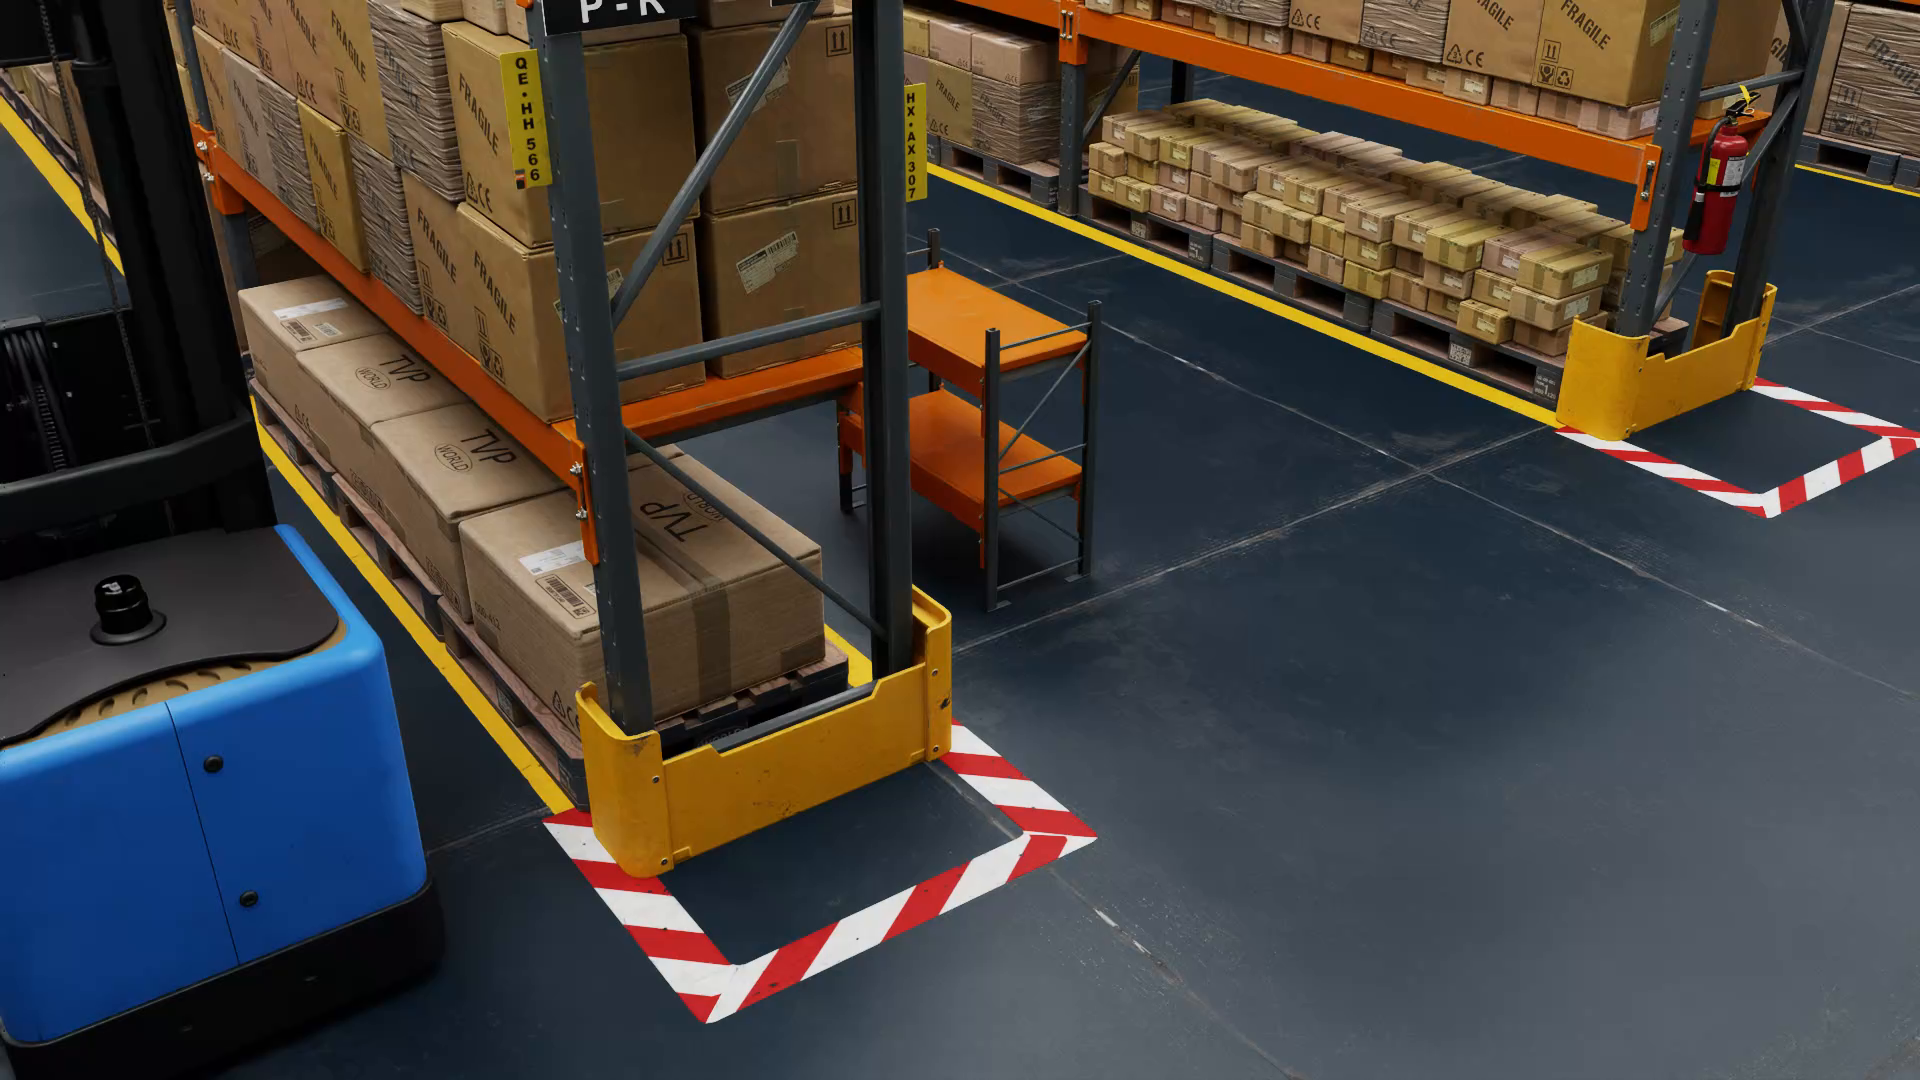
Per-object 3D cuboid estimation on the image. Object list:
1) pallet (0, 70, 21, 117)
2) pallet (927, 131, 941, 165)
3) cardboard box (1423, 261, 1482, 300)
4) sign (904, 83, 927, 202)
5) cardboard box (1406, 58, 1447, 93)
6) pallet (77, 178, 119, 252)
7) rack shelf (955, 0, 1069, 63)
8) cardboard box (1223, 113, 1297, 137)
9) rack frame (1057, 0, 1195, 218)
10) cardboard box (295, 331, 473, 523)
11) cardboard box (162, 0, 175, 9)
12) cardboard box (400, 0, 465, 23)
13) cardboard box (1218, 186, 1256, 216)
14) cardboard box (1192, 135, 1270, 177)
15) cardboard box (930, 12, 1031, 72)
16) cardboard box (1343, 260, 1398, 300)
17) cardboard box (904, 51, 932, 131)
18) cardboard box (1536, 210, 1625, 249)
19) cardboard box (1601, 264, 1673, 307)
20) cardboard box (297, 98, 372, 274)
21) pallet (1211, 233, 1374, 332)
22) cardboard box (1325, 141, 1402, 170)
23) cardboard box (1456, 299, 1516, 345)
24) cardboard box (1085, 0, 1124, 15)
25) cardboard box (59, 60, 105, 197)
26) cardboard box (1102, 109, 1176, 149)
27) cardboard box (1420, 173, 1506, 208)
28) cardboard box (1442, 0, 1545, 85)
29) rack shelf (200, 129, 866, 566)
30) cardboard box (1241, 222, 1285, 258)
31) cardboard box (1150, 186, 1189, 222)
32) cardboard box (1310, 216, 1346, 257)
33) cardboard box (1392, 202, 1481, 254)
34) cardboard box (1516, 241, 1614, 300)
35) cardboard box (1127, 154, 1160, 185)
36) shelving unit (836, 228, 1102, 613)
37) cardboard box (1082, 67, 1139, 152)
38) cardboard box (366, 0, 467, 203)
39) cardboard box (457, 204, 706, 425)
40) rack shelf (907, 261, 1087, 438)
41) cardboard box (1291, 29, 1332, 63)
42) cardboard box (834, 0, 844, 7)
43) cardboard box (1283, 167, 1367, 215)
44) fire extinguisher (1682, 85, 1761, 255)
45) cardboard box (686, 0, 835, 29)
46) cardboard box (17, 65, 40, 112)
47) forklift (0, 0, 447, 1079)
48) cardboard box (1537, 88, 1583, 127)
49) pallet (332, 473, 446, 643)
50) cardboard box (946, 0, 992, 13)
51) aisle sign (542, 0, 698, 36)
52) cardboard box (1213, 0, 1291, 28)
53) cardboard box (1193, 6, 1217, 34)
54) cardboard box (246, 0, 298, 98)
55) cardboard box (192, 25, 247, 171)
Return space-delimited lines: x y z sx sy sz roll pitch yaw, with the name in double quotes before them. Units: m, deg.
"pallet" -7.099 -3.681 13.307 1.003 0.211 1.213 -19 34 -31
"pallet" -0.102 -3.060 12.163 1.003 0.211 1.213 -19 34 -31
"cardboard box" 2.541 -1.343 8.316 0.380 0.149 0.250 -20 35 -33
"sign" -0.136 -1.110 4.661 0.100 0.325 0.005 -19 34 -31
"cardboard box" 2.396 -2.295 8.096 0.380 0.149 0.250 -20 35 -33
"pallet" -4.836 -2.101 10.397 1.003 0.211 1.213 -19 34 -31
"rack shelf" -0.098 -3.970 11.670 1.077 0.370 4.000 -19 34 -31
"cardboard box" 1.811 -2.452 10.045 0.380 0.149 0.250 -19 34 -31
"rack frame" 1.062 -3.508 10.067 1.000 3.000 0.127 -19 34 -31
"cardboard box" -2.115 -0.535 6.838 0.875 0.438 0.875 -20 34 -32
"cardboard box" -3.375 -2.686 7.400 0.500 0.500 0.500 -18 33 -29
"cardboard box" -1.348 -1.565 4.657 0.380 0.149 0.250 -19 34 -31
"cardboard box" 1.697 -1.964 9.458 0.380 0.149 0.250 -17 33 -28
"cardboard box" 1.561 -2.207 9.594 0.380 0.149 0.250 -20 34 -32
"cardboard box" 0.137 -3.347 11.163 0.500 0.250 0.500 -17 33 -28
"cardboard box" 2.239 -1.404 8.740 0.380 0.149 0.250 -20 35 -33
"cardboard box" -0.164 -3.212 11.701 0.500 0.500 0.500 -20 34 -32
"cardboard box" 3.097 -1.518 8.326 0.380 0.149 0.250 -18 33 -30
"cardboard box" 3.288 -1.290 8.218 0.380 0.149 0.250 -17 33 -29
"cardboard box" -1.982 -1.295 5.887 0.500 0.500 0.500 -18 33 -29
"pallet" 2.192 -1.557 9.395 1.003 0.211 1.213 -19 34 -31
"cardboard box" 2.297 -2.148 9.487 0.380 0.149 0.250 -20 34 -32
"cardboard box" 2.675 -1.104 8.186 0.380 0.149 0.250 -18 33 -29
"cardboard box" 0.960 -3.197 9.757 0.380 0.149 0.250 -17 33 -29
"cardboard box" -4.899 -2.613 10.204 0.875 0.875 0.875 -19 34 -31
"cardboard box" 1.093 -2.510 10.153 0.380 0.149 0.250 -17 33 -29
"cardboard box" 2.691 -1.835 8.910 0.380 0.149 0.250 -17 33 -29
"cardboard box" 2.617 -2.433 7.670 0.500 0.500 0.500 -19 34 -31
"rack shelf" -1.751 -1.005 6.211 1.077 0.370 4.000 -19 34 -31
"cardboard box" 1.797 -1.716 9.314 0.380 0.149 0.250 -20 34 -32
"cardboard box" 1.353 -2.024 9.880 0.380 0.149 0.250 -19 34 -31
"cardboard box" 2.096 -1.646 8.873 0.380 0.149 0.250 -17 33 -28
"cardboard box" 2.418 -1.579 8.439 0.380 0.149 0.250 -20 34 -33
"cardboard box" 2.869 -1.282 7.891 0.380 0.149 0.250 -18 33 -30
"cardboard box" 1.232 -2.268 10.018 0.380 0.149 0.250 -19 34 -30
"shelving unit" 0.004 -0.492 6.477 0.538 1.125 1.048 -19 34 -31
"cardboard box" 0.849 -2.955 11.227 0.500 0.500 0.500 -17 33 -29
"cardboard box" -1.392 -1.343 4.928 0.500 0.500 0.500 -19 34 -30
"cardboard box" -1.087 -0.702 4.794 0.500 0.500 0.500 -19 34 -30
"rack shelf" 0.004 -0.749 6.337 0.538 0.278 1.000 -19 34 -31
"cardboard box" 1.957 -2.607 8.671 0.380 0.149 0.250 -17 33 -29
"cardboard box" -0.761 -3.947 12.267 0.500 0.250 0.500 -19 34 -31
"cardboard box" 1.979 -1.895 9.021 0.380 0.149 0.250 -19 34 -30
"fire extinguisher" 3.152 -1.530 6.895 0.296 0.674 0.183 -19 34 -31
"cardboard box" -0.572 -1.526 4.586 0.380 0.149 0.250 -18 33 -30
"cardboard box" -6.421 -3.487 12.341 0.950 0.372 0.625 -18 33 -29
"forklift" -2.672 -0.536 4.666 1.130 2.935 3.031 -19 34 -31
"cardboard box" 2.849 -1.998 7.550 0.380 0.149 0.250 -19 34 -31
"pallet" -1.822 -0.081 6.678 1.003 0.211 1.213 -19 34 -31
"cardboard box" 0.246 -3.690 11.795 0.500 0.250 0.500 -17 33 -29
"aisle sign" -0.802 -1.572 3.778 0.394 0.787 0.004 -19 34 -31
"cardboard box" 1.700 -3.024 8.759 0.500 0.500 0.500 -20 34 -32
"cardboard box" 1.520 -2.921 9.248 0.380 0.149 0.250 -20 35 -33
"cardboard box" -2.257 -1.929 6.007 0.500 0.500 0.500 -18 33 -30
"cardboard box" -2.853 -1.888 6.978 0.500 0.500 0.500 -18 33 -29
